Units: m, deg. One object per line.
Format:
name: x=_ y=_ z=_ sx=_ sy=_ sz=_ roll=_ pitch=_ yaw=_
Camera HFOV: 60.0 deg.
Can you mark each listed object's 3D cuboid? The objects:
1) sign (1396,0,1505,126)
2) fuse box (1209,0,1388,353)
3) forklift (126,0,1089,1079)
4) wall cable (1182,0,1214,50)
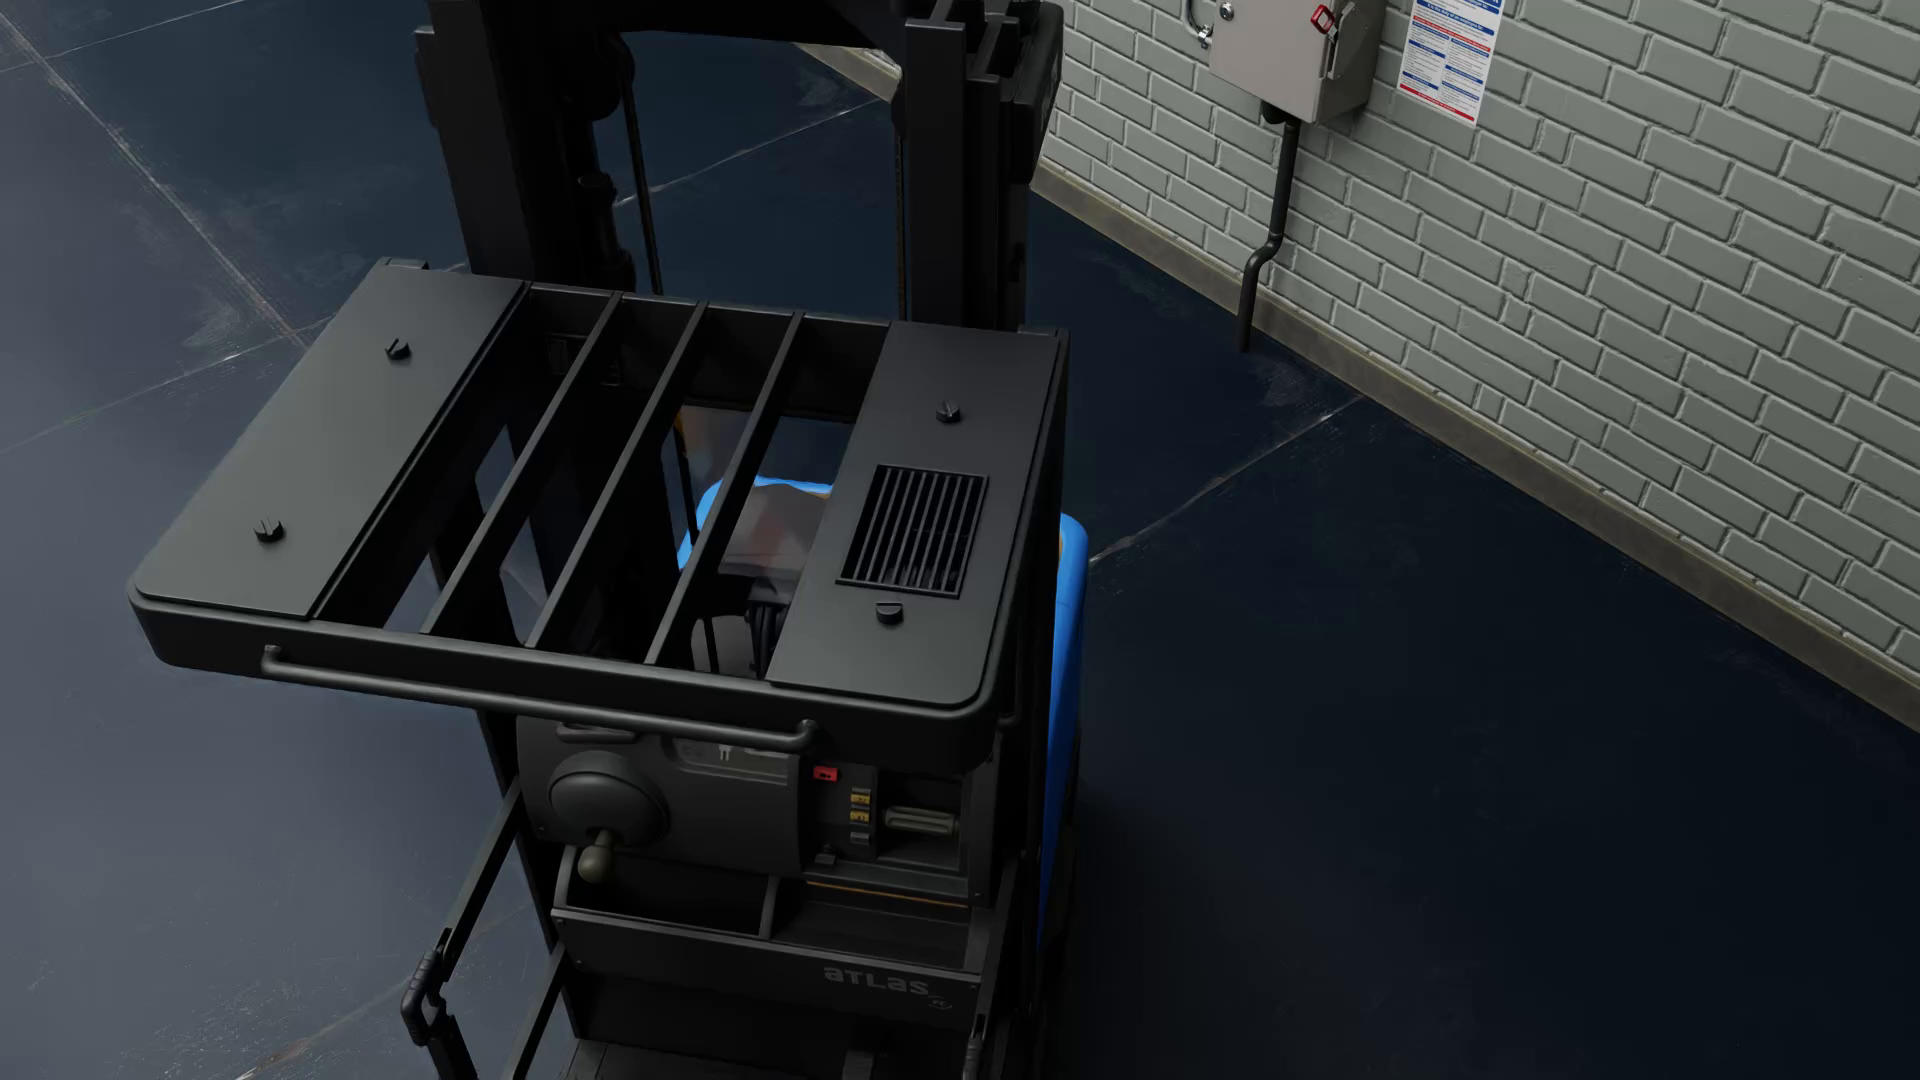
sign: x=1.578 y=-1.617 z=5.350 sx=0.001 sy=0.494 sz=0.329 roll=-30 pitch=51 yaw=-28
fuse box: x=1.102 y=-1.350 z=5.938 sx=0.414 sy=1.711 sz=0.539 roll=-30 pitch=51 yaw=-28
forklift: x=-0.424 y=0.579 z=2.992 sx=1.130 sy=2.935 sz=3.031 roll=7 pitch=44 yaw=7
wall cable: x=0.785 y=-2.618 z=5.604 sx=0.122 sy=1.984 sz=0.588 roll=-30 pitch=51 yaw=-28
